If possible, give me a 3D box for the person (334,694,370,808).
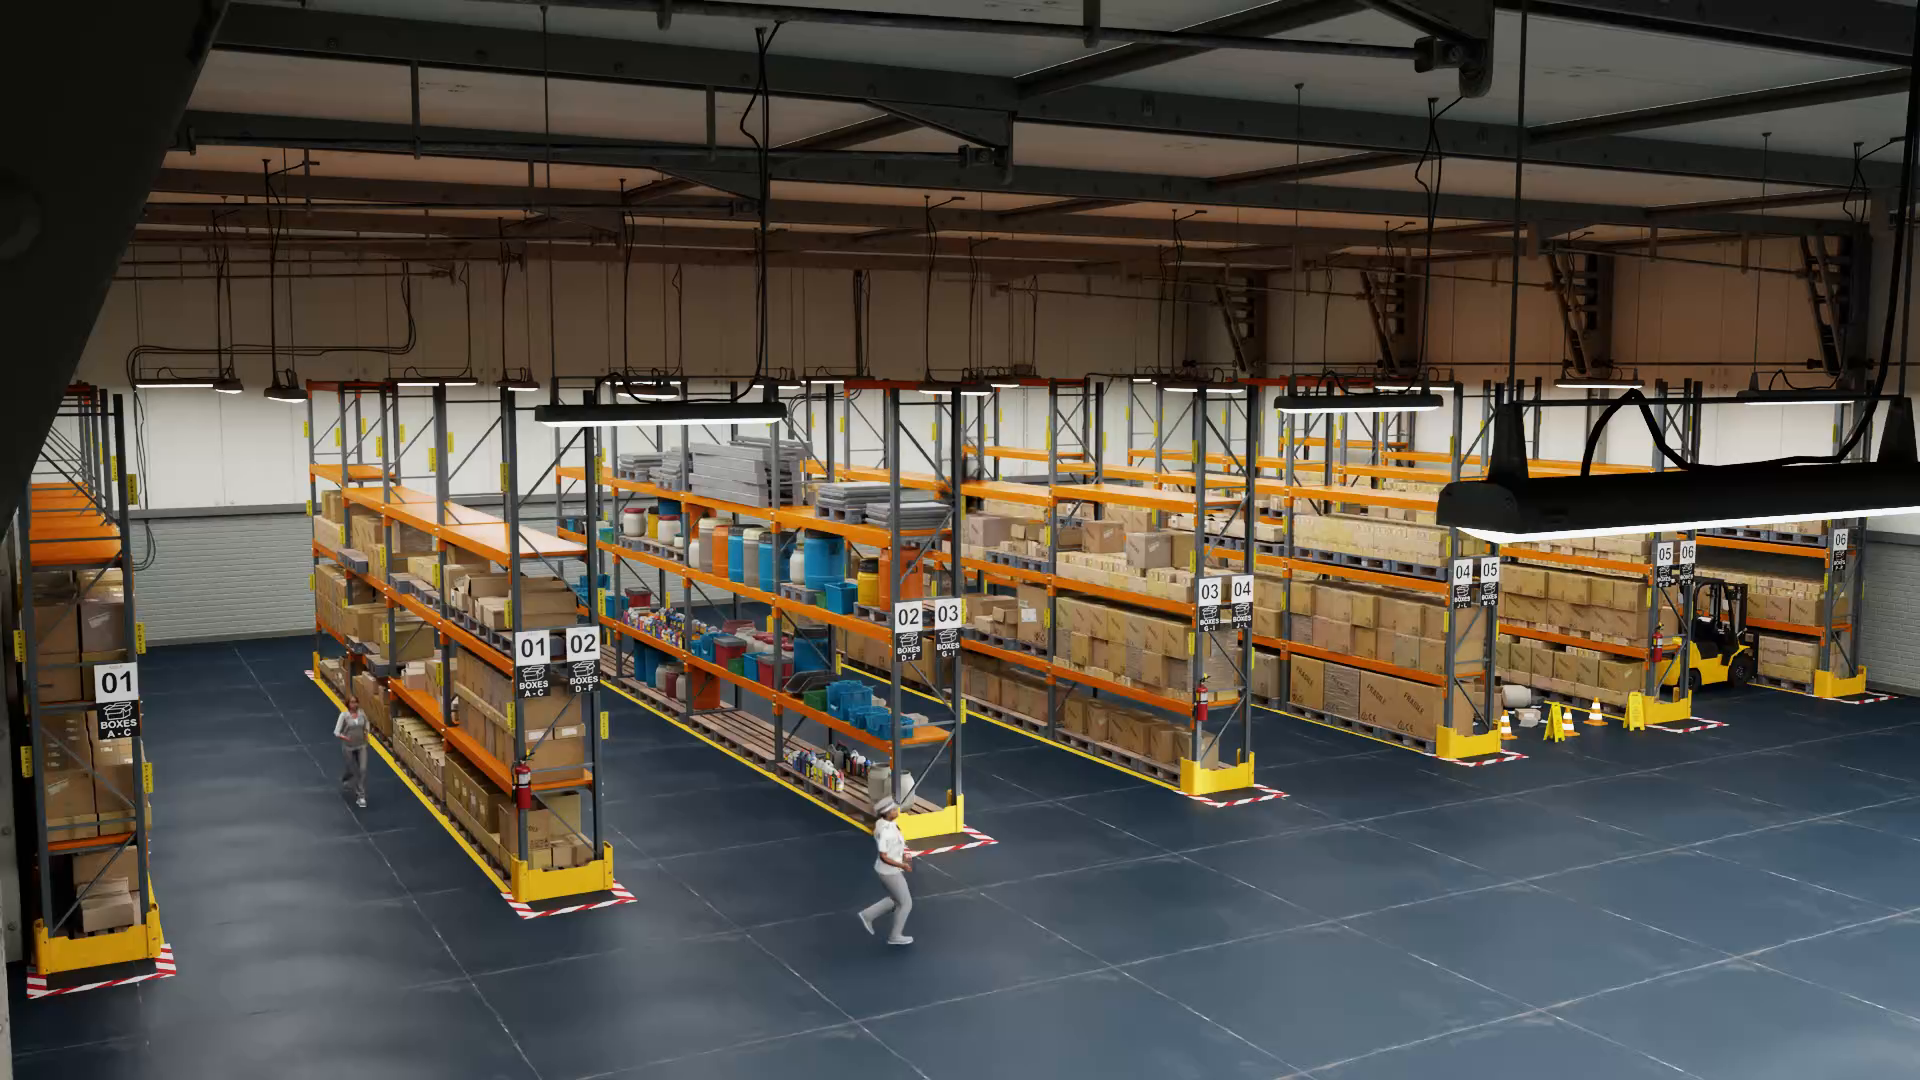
[{"bbox_3d":[-8.726,3.003,23.937,0.539,1.587,0.831,-4,8,-36],"label":"person"}]

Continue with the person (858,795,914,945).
[{"bbox_3d":[-0.804,3.590,18.065,0.590,1.651,0.563,-1,6,-8],"label":"person"}]
